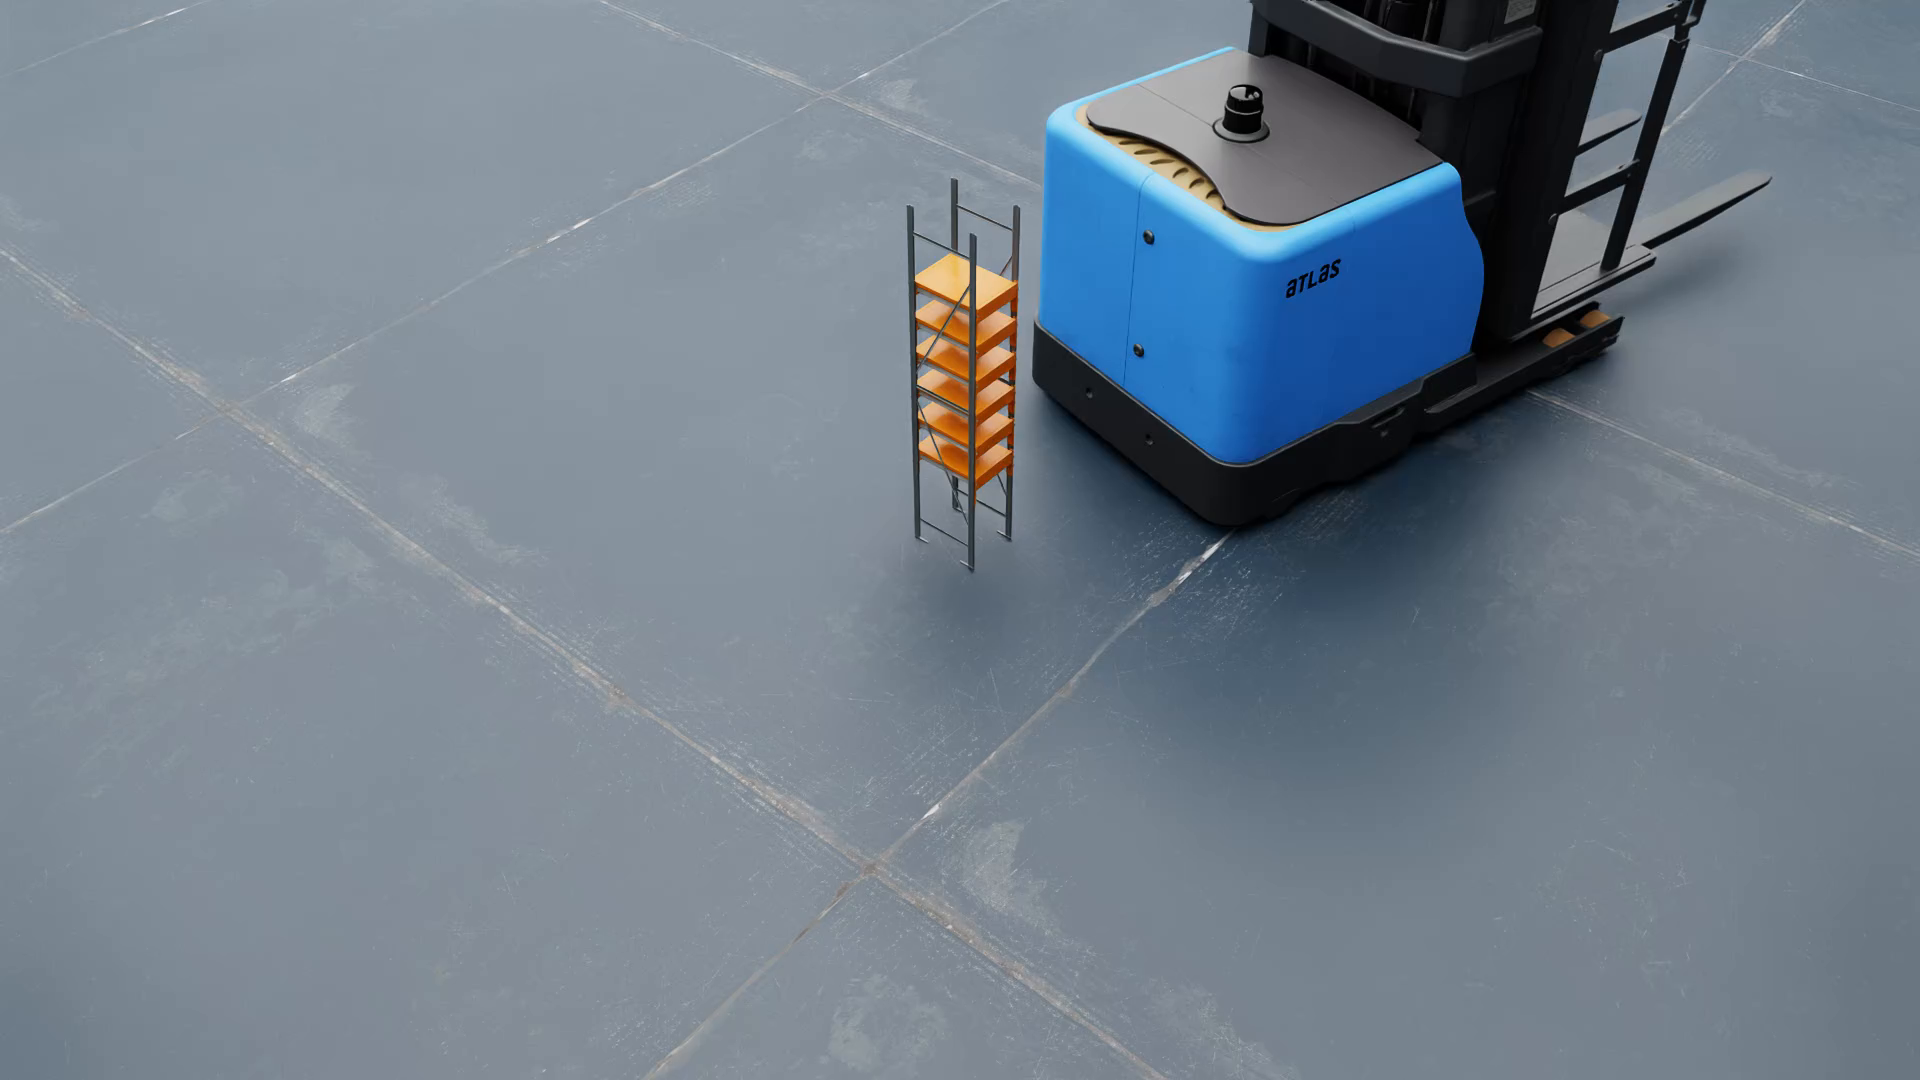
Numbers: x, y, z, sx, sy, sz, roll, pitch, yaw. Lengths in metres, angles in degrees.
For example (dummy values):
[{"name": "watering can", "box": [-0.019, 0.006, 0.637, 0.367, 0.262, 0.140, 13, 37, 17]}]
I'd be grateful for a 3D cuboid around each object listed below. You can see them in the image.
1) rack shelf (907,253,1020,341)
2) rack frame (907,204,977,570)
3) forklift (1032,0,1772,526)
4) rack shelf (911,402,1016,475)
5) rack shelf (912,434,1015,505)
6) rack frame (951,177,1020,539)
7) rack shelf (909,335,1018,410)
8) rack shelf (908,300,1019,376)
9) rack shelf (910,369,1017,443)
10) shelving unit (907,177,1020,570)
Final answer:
[{"name": "rack shelf", "box": [0.009, -0.685, 4.642, 0.258, 0.103, 0.180, 29, 50, 28]}, {"name": "rack frame", "box": [-0.050, -0.404, 4.803, 0.240, 1.200, 0.006, 29, 50, 28]}, {"name": "forklift", "box": [1.744, -1.927, 5.191, 3.031, 2.935, 1.130, -26, 48, -26]}, {"name": "rack shelf", "box": [0.009, -0.330, 4.965, 0.258, 0.103, 0.180, 29, 50, 28]}, {"name": "rack shelf", "box": [0.009, -0.241, 5.046, 0.258, 0.103, 0.180, 29, 50, 28]}, {"name": "rack frame", "box": [0.068, -0.498, 4.906, 0.240, 1.200, 0.006, 29, 50, 28]}, {"name": "rack shelf", "box": [0.009, -0.507, 4.804, 0.258, 0.103, 0.180, 29, 50, 28]}, {"name": "rack shelf", "box": [0.009, -0.596, 4.723, 0.258, 0.103, 0.180, 29, 50, 28]}, {"name": "rack shelf", "box": [0.009, -0.419, 4.884, 0.258, 0.103, 0.180, 29, 50, 28]}, {"name": "shelving unit", "box": [0.009, -0.451, 4.855, 0.258, 1.200, 0.189, 29, 50, 28]}]
